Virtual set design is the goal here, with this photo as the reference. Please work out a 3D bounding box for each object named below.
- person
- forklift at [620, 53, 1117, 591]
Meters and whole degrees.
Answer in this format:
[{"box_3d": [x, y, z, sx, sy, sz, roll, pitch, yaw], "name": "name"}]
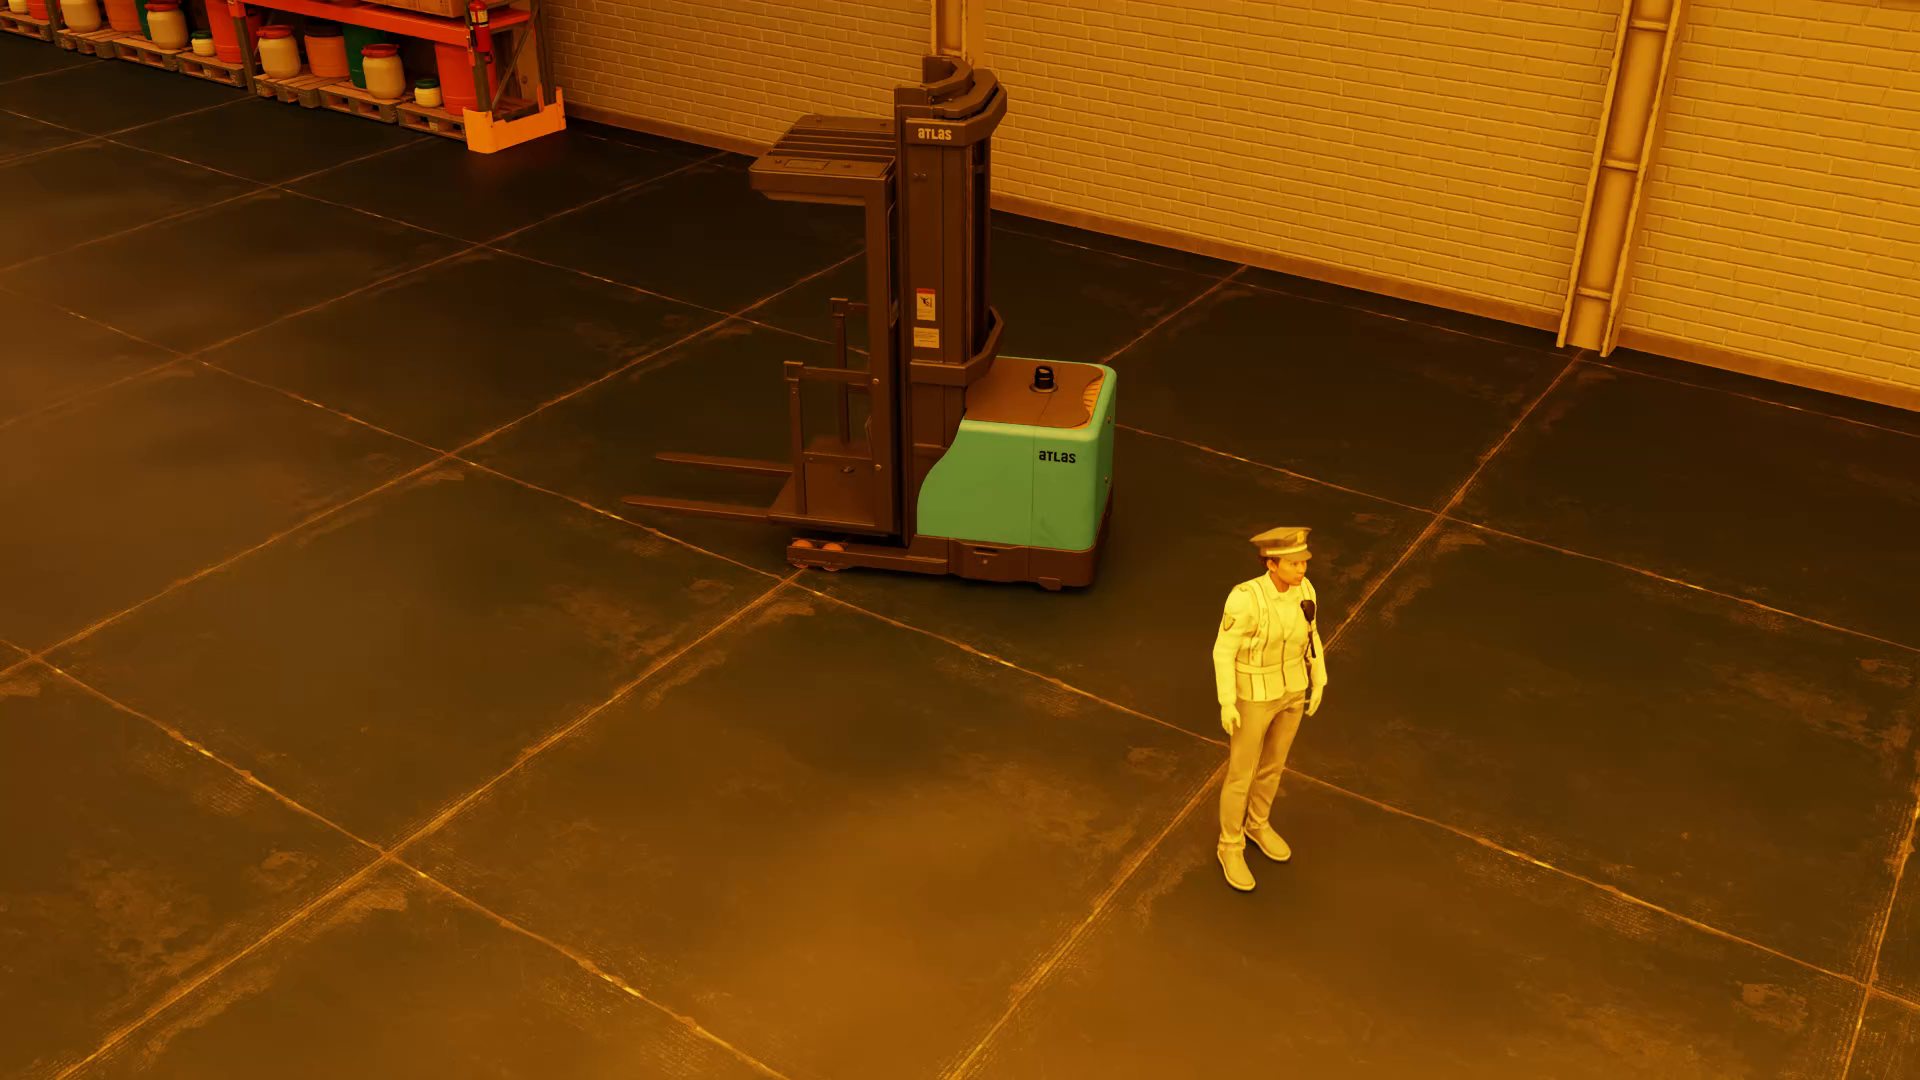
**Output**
[{"box_3d": [1.438, 0.727, 7.549, 0.581, 1.697, 0.529, -13, 33, -21], "name": "person"}, {"box_3d": [-0.596, -1.330, 9.871, 3.031, 2.935, 1.130, 6, 31, 10], "name": "forklift"}]
